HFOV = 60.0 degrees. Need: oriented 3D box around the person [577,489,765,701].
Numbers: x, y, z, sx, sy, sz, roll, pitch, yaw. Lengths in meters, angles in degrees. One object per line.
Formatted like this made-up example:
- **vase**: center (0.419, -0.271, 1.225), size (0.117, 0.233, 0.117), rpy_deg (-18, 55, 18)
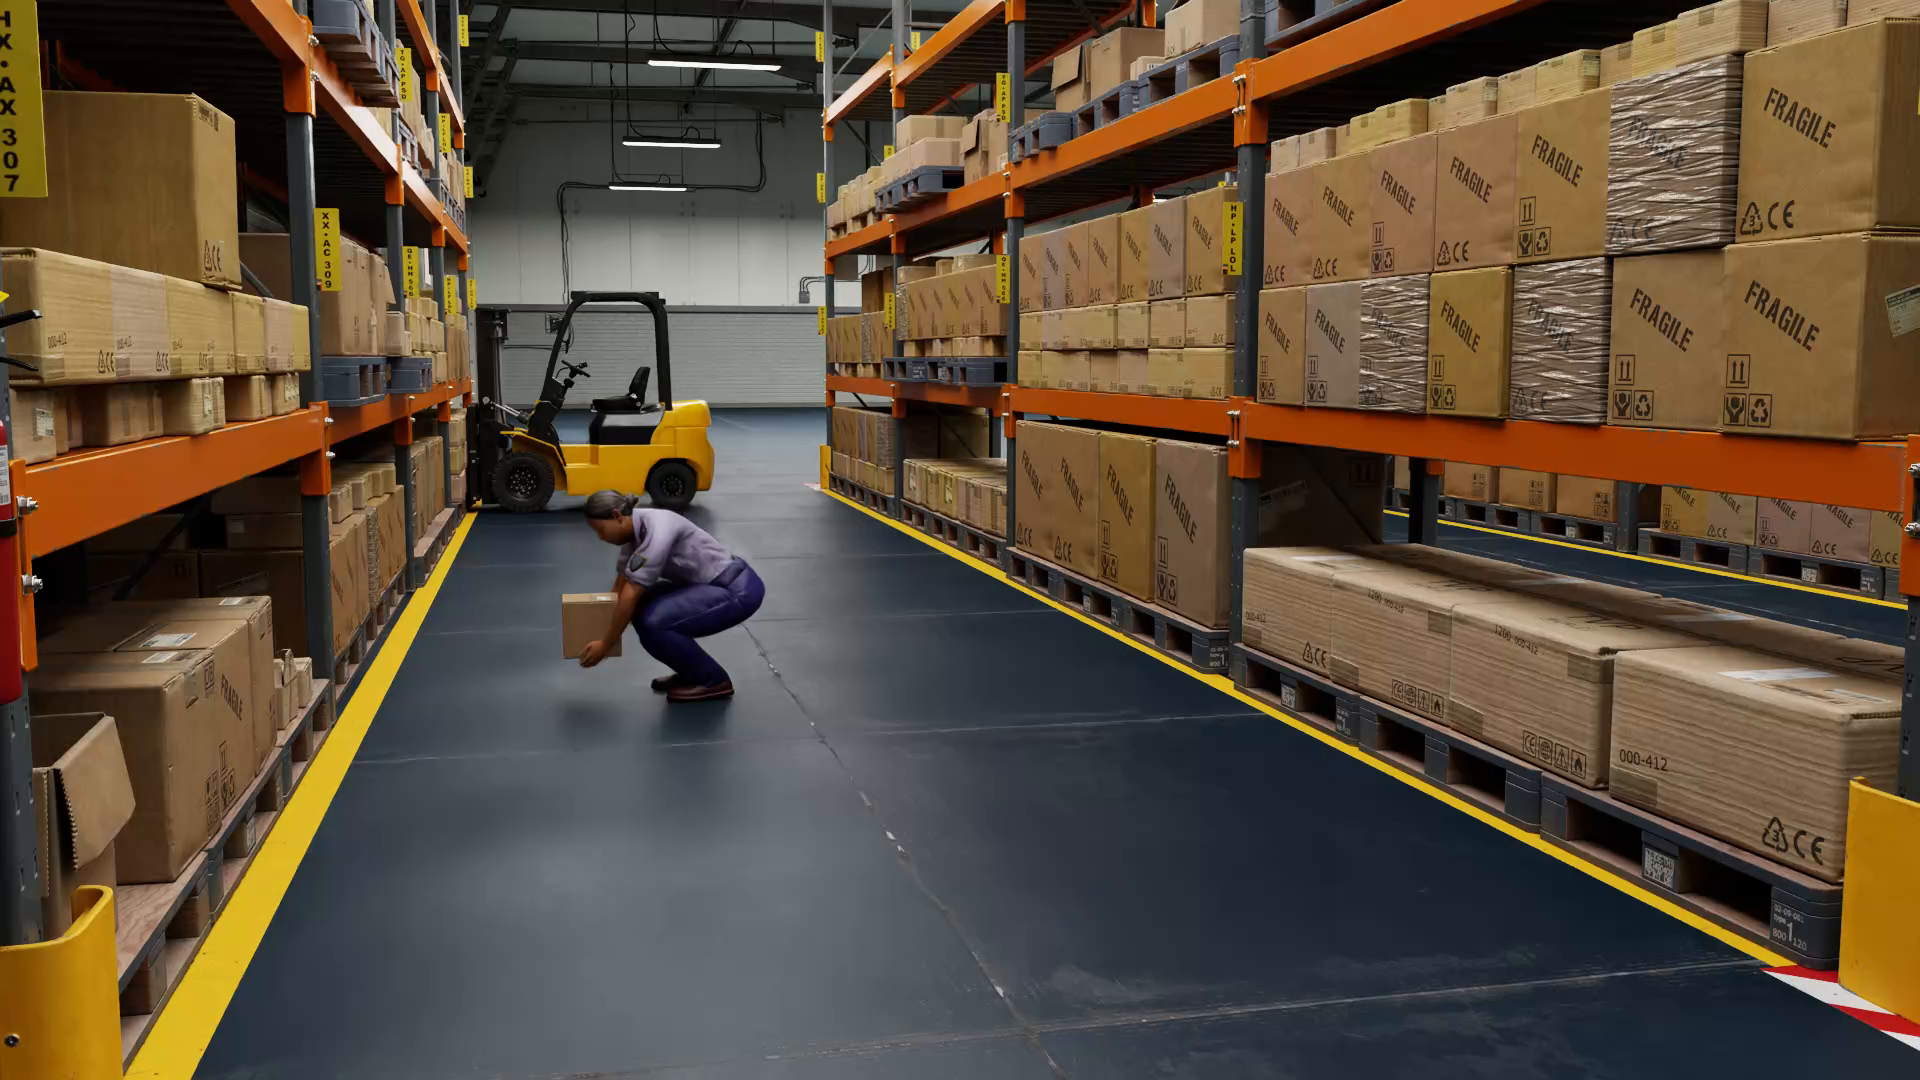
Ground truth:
- **person**: center (-1.289, 0.235, 7.411), size (0.830, 0.939, 0.516), rpy_deg (-2, 6, -14)
